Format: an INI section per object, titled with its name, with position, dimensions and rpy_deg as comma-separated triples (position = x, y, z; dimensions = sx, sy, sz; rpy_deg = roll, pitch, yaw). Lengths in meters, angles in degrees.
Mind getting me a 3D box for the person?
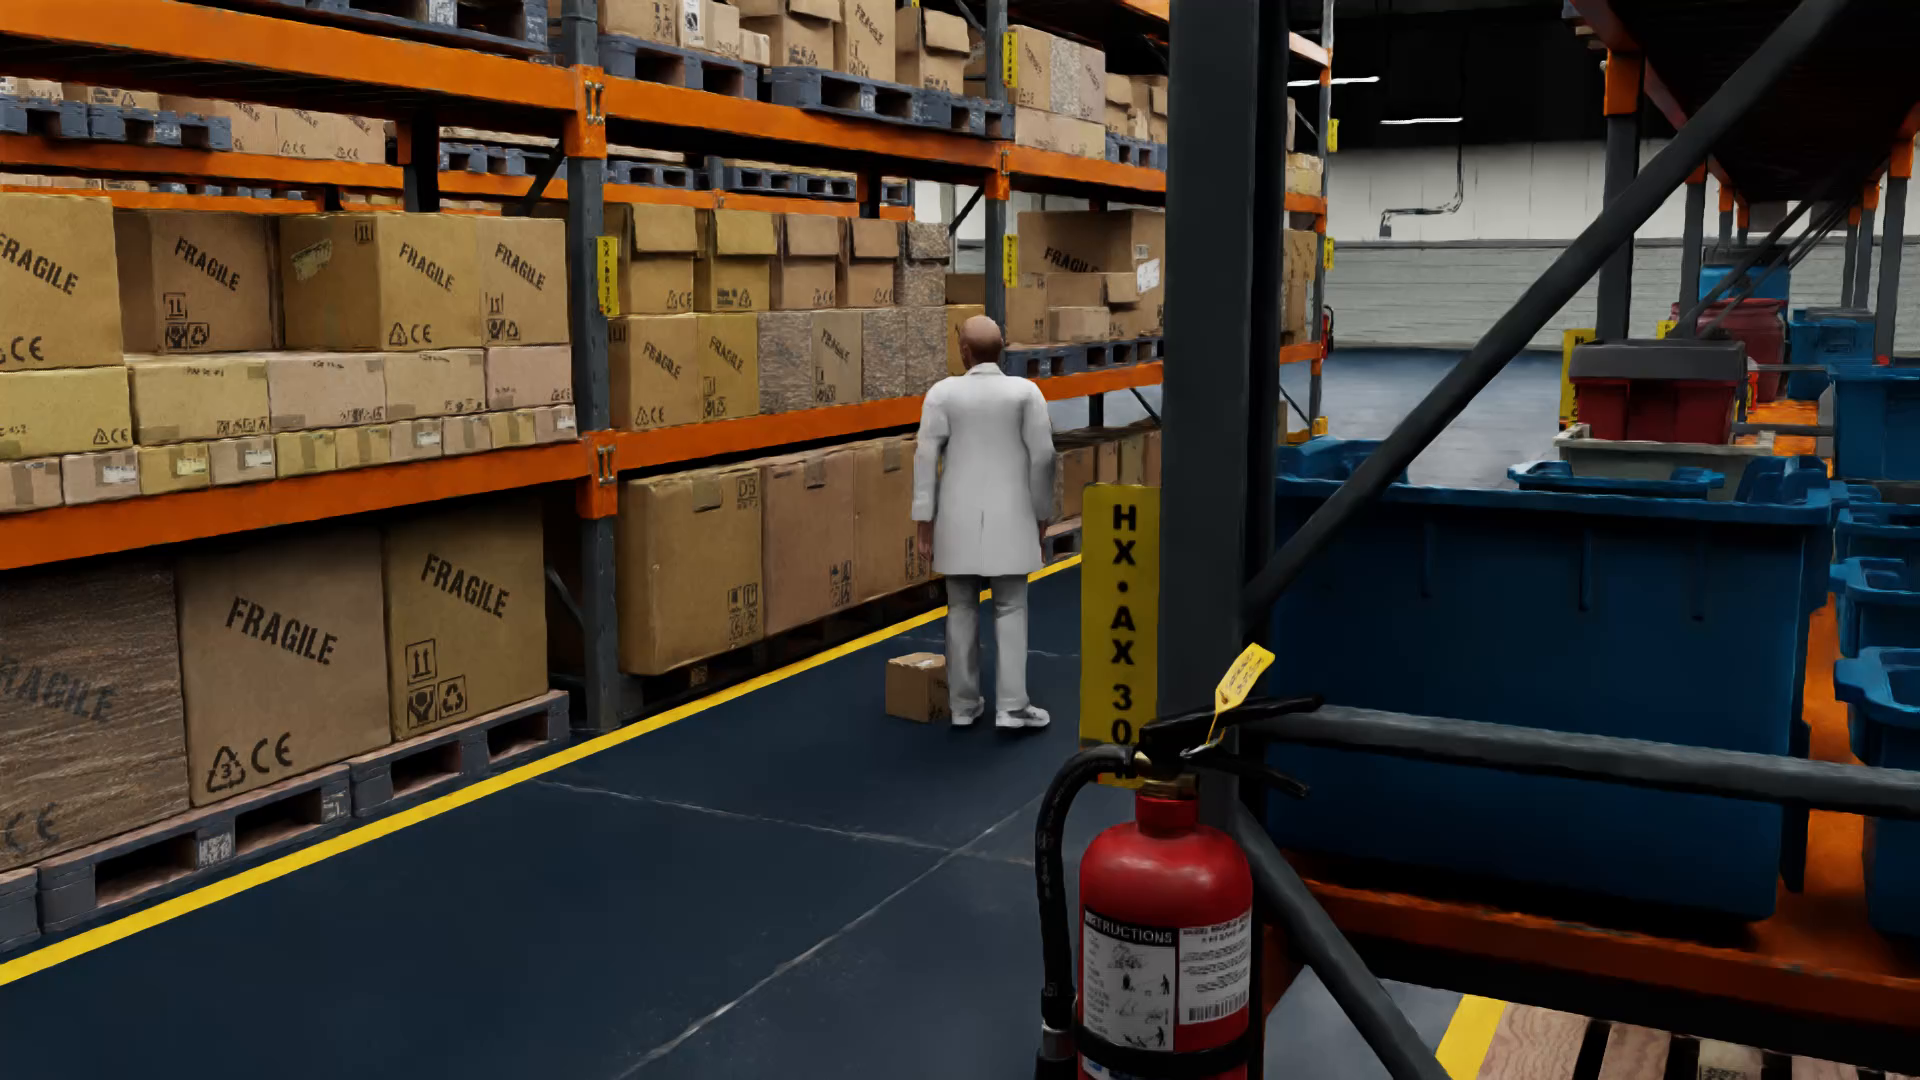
[person]
position = 0.104, -0.071, 7.222
dimensions = 0.626, 1.794, 0.510
rpy_deg = 1, 9, 4
